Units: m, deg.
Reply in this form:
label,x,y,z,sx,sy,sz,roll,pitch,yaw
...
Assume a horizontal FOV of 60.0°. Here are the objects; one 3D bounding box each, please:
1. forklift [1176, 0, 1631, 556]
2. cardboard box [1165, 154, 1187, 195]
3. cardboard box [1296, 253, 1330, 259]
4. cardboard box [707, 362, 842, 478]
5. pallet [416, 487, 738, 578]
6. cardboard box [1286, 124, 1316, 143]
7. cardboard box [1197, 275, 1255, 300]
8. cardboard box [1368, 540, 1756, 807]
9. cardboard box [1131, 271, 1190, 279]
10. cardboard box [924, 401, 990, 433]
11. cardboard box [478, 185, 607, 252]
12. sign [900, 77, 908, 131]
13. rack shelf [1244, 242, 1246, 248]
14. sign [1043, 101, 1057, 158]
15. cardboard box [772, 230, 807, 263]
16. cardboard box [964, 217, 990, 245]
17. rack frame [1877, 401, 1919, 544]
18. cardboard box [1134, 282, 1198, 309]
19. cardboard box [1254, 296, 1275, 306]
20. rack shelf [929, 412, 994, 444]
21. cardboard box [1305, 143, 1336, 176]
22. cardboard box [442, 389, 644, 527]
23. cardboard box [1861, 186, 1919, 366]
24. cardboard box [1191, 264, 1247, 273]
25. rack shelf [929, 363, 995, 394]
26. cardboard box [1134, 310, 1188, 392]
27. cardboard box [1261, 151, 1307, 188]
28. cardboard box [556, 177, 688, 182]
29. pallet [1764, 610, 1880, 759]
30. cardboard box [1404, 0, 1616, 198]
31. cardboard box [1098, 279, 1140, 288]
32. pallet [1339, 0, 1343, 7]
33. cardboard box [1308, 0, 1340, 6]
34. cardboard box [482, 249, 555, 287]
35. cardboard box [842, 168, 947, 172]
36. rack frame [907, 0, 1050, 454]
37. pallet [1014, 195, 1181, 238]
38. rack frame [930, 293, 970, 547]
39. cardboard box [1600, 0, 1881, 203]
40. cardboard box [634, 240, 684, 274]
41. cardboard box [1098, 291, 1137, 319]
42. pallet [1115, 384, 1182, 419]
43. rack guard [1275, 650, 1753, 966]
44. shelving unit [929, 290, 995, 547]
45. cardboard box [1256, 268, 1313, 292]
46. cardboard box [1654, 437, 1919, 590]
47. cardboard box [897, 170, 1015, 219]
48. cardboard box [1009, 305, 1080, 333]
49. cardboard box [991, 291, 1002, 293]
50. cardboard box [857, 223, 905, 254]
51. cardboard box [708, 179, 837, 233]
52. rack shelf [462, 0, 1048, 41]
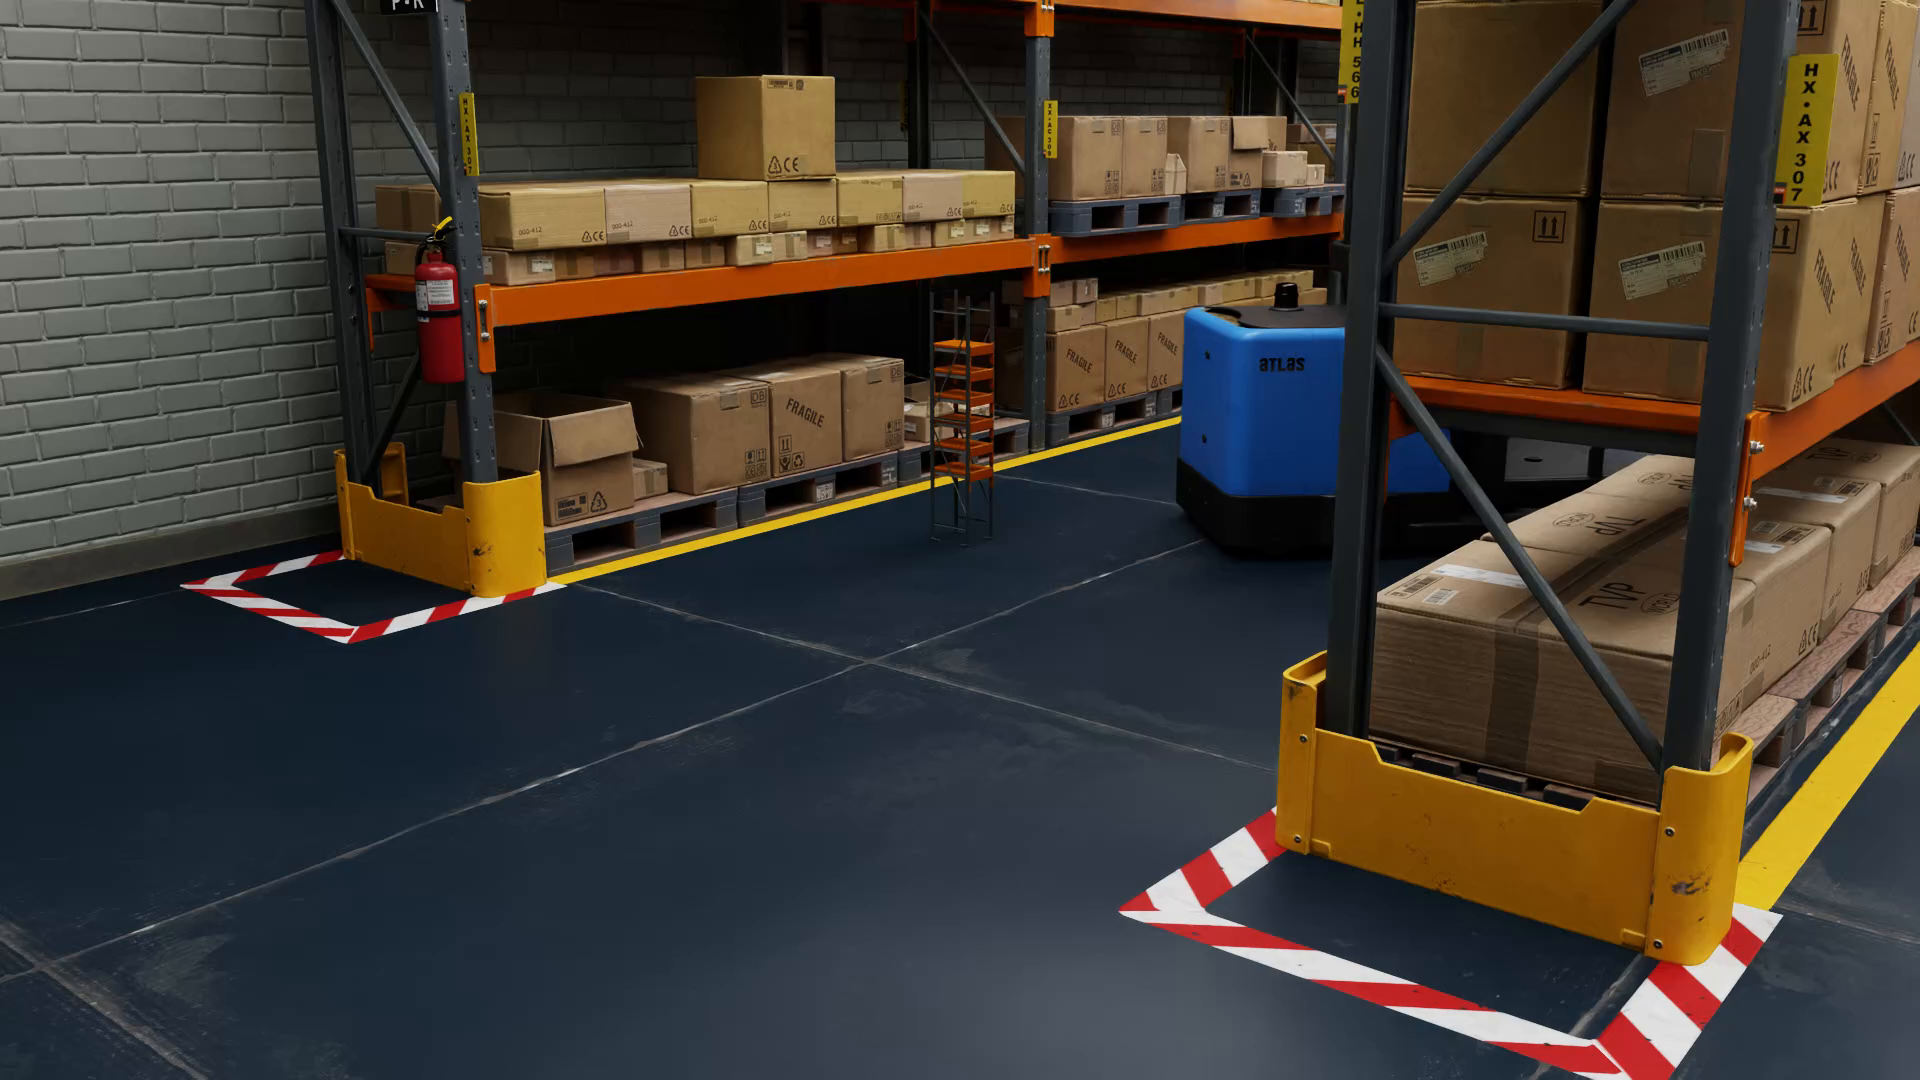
label,x,y,z,sx,sy,sz,roll,pitch,yaw
forklift,2.671,-1.484,8.012,3.031,2.935,1.130,-2,14,-7
cardboard box,1.272,-2.417,10.967,0.396,0.266,0.258,12,19,40
cardboard box,3.422,-2.135,14.404,0.875,0.625,0.625,12,19,39
cardboard box,-0.978,-0.644,8.790,0.500,0.500,0.500,12,18,39
pallet,-1.865,-0.122,8.175,1.003,0.211,1.213,11,18,38
cardboard box,2.662,-3.295,13.480,0.380,0.149,0.250,12,19,39
cardboard box,1.953,-1.867,12.286,0.380,0.149,0.250,12,19,39
cardboard box,1.787,0.358,4.974,0.875,0.438,0.875,11,18,36
cardboard box,1.520,-1.949,12.608,0.380,0.149,0.250,10,17,35
cardboard box,-0.021,-0.742,9.889,0.380,0.149,0.250,11,18,36
cardboard box,-1.919,-1.423,7.332,0.500,0.250,0.500,11,18,38
sign,-0.333,-2.719,10.381,0.100,0.325,0.005,11,18,38
rack shelf,3.872,-2.873,14.800,1.077,0.370,4.000,11,18,38
sign,0.527,-2.409,9.757,0.100,0.325,0.005,11,18,38
cardboard box,-0.995,-1.498,8.436,0.380,0.149,0.250,12,18,39
cardboard box,-0.050,-1.797,9.615,0.380,0.149,0.250,12,18,39
rack frame,3.964,-1.305,7.167,1.000,3.000,0.127,11,18,38
cardboard box,1.452,-1.722,11.716,0.380,0.149,0.250,11,18,38
cardboard box,2.193,-1.622,12.639,0.500,0.500,0.500,11,18,37
rack shelf,0.009,-0.541,7.997,0.258,0.103,0.180,11,18,38
cardboard box,3.103,-3.051,13.331,0.500,0.250,0.500,11,18,37
cardboard box,-1.955,-0.402,7.832,0.797,0.503,0.637,10,18,35
cardboard box,2.605,-0.831,5.097,0.500,0.500,0.500,11,18,37
cardboard box,2.044,-2.093,13.176,0.380,0.149,0.250,12,19,40
rack shelf,0.009,-0.774,7.938,0.258,0.103,0.180,11,18,38
cardboard box,1.224,-1.321,11.453,0.500,0.500,0.500,11,18,36
cardboard box,2.203,-2.717,12.178,0.500,0.250,0.500,10,17,35
cardboard box,-1.691,-1.700,8.421,0.500,0.250,0.500,12,19,39
pallet,2.658,0.415,6.061,1.003,0.211,1.213,11,18,38
cardboard box,1.567,-1.201,4.525,0.500,0.500,0.500,12,19,39
cardboard box,1.071,-1.792,11.991,0.380,0.149,0.250,10,18,35
pallet,2.972,-4.344,13.424,1.213,0.211,1.003,12,19,40
cardboard box,2.481,-4.084,12.318,0.500,0.250,0.500,11,18,36
cardboard box,-1.993,-1.205,7.284,0.380,0.149,0.250,11,18,37
cardboard box,-0.421,-2.091,9.961,0.500,0.250,0.500,11,18,37
rack frame,0.101,-2.072,10.188,1.000,3.000,0.127,11,18,38
pallet,0.688,-2.115,10.748,1.003,0.211,1.213,11,18,38
rack frame,-0.048,-0.567,7.917,0.240,1.200,0.006,11,18,38
cardboard box,1.973,-1.120,4.205,0.500,0.500,0.500,11,18,36
cardboard box,-1.525,-1.355,7.877,0.380,0.149,0.250,12,19,39
cardboard box,0.961,-1.577,11.144,0.380,0.149,0.250,11,18,37
pallet,1.349,-1.117,12.091,1.003,0.211,1.213,11,18,38
rack guard,1.435,0.677,4.442,1.175,0.500,0.348,11,18,38
shelving unit,0.009,-0.584,7.986,0.258,1.200,0.189,11,18,38
cardboard box,2.501,-2.011,12.853,0.380,0.149,0.250,10,17,35
cardboard box,3.486,-0.163,7.023,0.875,0.438,0.875,11,18,37
cardboard box,-0.030,-2.008,9.638,0.500,0.250,0.500,12,18,39
cardboard box,0.533,-1.406,10.473,0.380,0.149,0.250,12,19,40
cardboard box,0.415,-1.593,11.207,0.380,0.149,0.250,11,18,38
cardboard box,-0.519,-1.644,9.014,0.380,0.149,0.250,11,18,37
cardboard box,-0.981,-1.718,8.495,0.500,0.250,0.500,11,18,36
rack shelf,-1.156,-2.794,8.400,1.077,0.370,4.000,11,18,38
